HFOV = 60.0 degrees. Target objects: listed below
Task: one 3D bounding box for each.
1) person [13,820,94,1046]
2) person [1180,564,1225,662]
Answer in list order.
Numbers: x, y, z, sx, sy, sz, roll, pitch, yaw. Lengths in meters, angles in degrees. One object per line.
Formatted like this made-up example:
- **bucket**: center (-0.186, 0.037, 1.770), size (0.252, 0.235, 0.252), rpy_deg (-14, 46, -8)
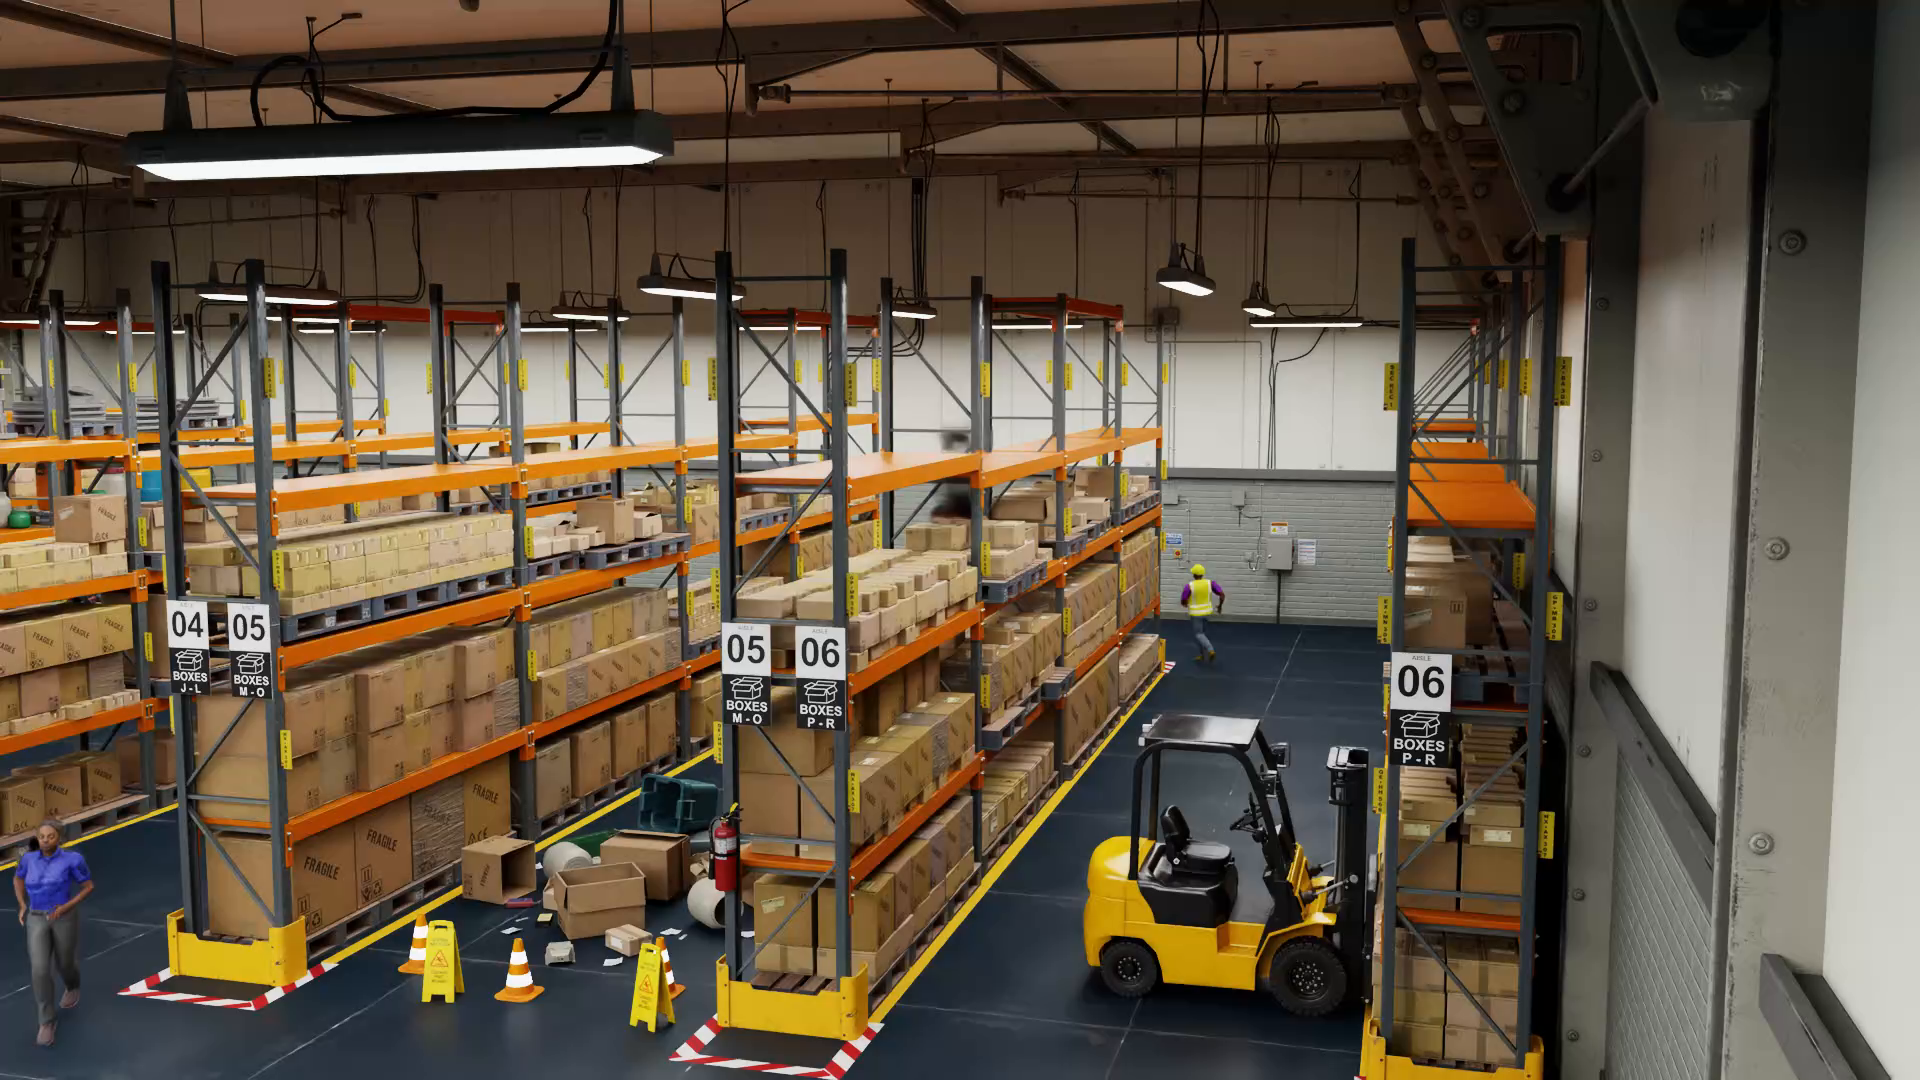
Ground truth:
- **person**: center (-7.052, 2.999, 12.954), size (0.593, 1.668, 0.818), rpy_deg (-2, 6, -17)
- **person**: center (4.118, 1.278, 28.618), size (0.746, 1.742, 0.858), rpy_deg (-2, 6, -16)
